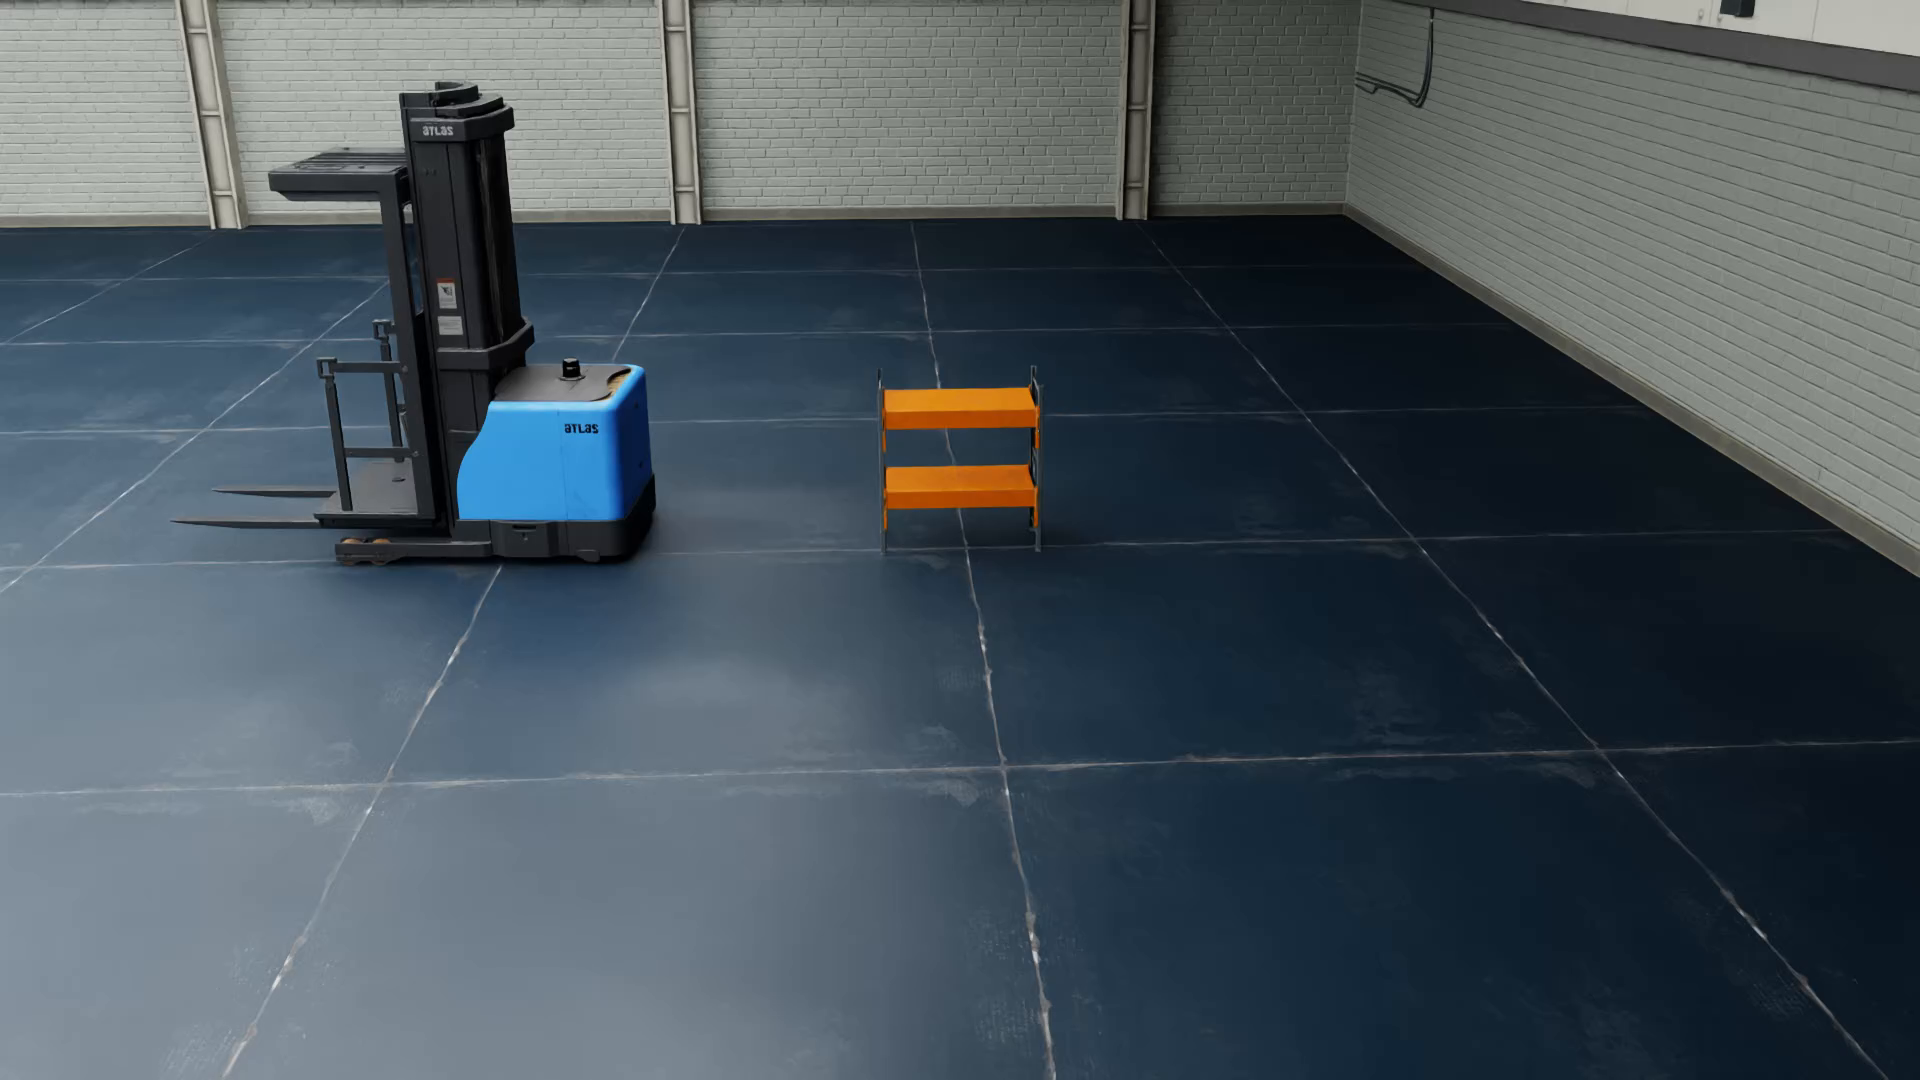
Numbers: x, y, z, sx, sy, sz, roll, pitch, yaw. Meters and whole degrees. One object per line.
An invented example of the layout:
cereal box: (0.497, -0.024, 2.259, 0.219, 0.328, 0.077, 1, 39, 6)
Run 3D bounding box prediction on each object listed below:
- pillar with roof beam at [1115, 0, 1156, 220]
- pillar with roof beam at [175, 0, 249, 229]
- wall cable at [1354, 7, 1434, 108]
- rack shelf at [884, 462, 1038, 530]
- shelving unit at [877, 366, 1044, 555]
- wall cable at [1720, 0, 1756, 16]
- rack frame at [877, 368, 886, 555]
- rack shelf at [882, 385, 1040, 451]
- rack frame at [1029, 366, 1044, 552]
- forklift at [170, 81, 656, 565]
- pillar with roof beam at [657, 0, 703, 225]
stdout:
pillar with roof beam: (2.577, -7.061, 17.021, 0.400, 9.000, 9.100, -1, 21, -3)
pillar with roof beam: (-9.403, -6.817, 16.380, 0.400, 9.000, 9.100, -1, 21, -3)
wall cable: (5.348, -6.729, 20.513, 0.112, 2.526, 3.097, -1, 21, -3)
rack shelf: (-0.007, -0.297, 11.007, 1.000, 0.278, 0.538, -1, 21, -3)
shelving unit: (-0.007, -0.526, 10.920, 1.048, 1.125, 0.538, -1, 21, -3)
wall cable: (5.874, -6.397, 10.497, 0.169, 6.003, 2.305, -1, 21, -3)
rack frame: (-0.514, -0.515, 10.893, 0.032, 1.125, 0.500, -1, 21, -3)
rack shelf: (-0.007, -0.799, 10.816, 1.000, 0.278, 0.538, -1, 21, -3)
rack frame: (0.501, -0.536, 10.948, 0.032, 1.125, 0.500, -1, 21, -3)
forklift: (-3.630, -1.396, 10.669, 3.031, 2.935, 1.130, 0, 21, 1)
pillar with roof beam: (-3.413, -6.939, 16.700, 0.400, 9.000, 9.100, -1, 21, -3)
